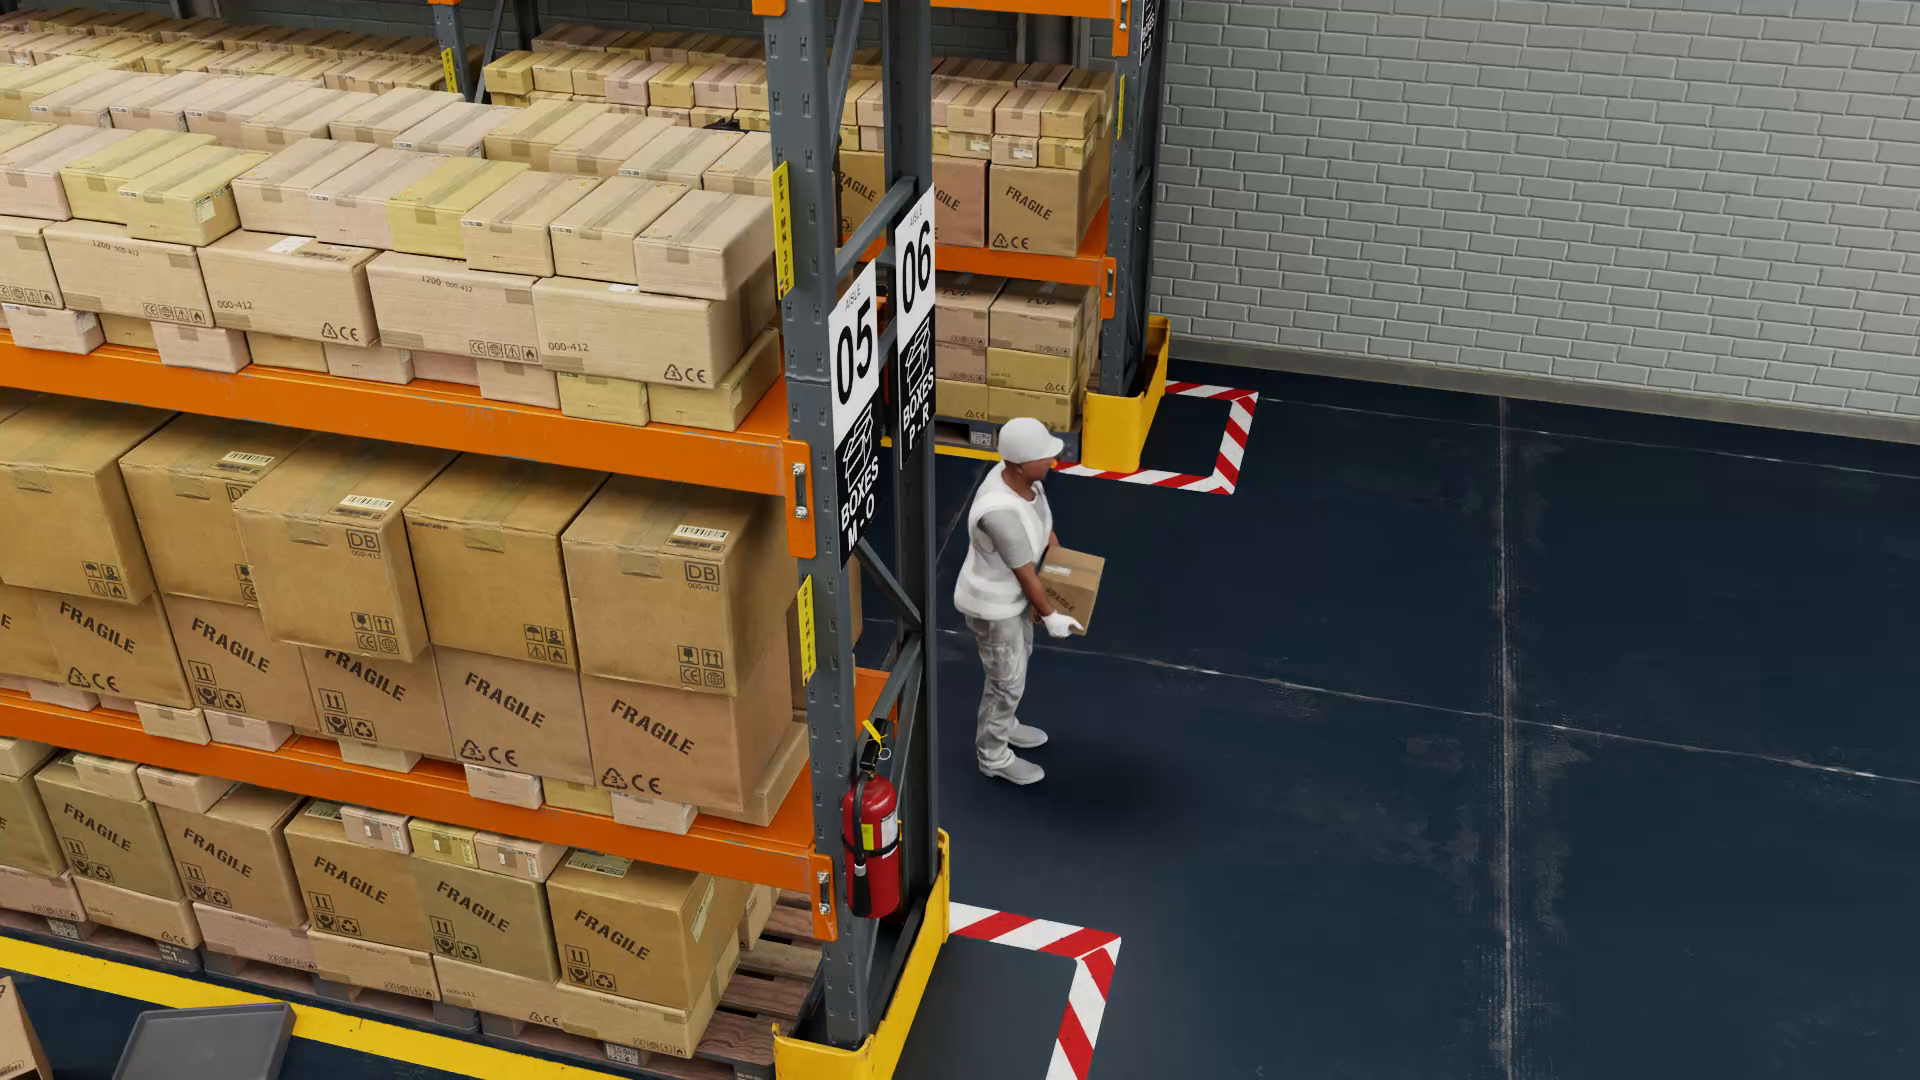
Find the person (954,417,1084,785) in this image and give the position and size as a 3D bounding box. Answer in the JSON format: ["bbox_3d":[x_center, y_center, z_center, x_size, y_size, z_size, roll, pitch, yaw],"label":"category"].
[{"bbox_3d":[0.278,0.258,7.246,0.587,1.773,0.492,7,33,12],"label":"person"}]
